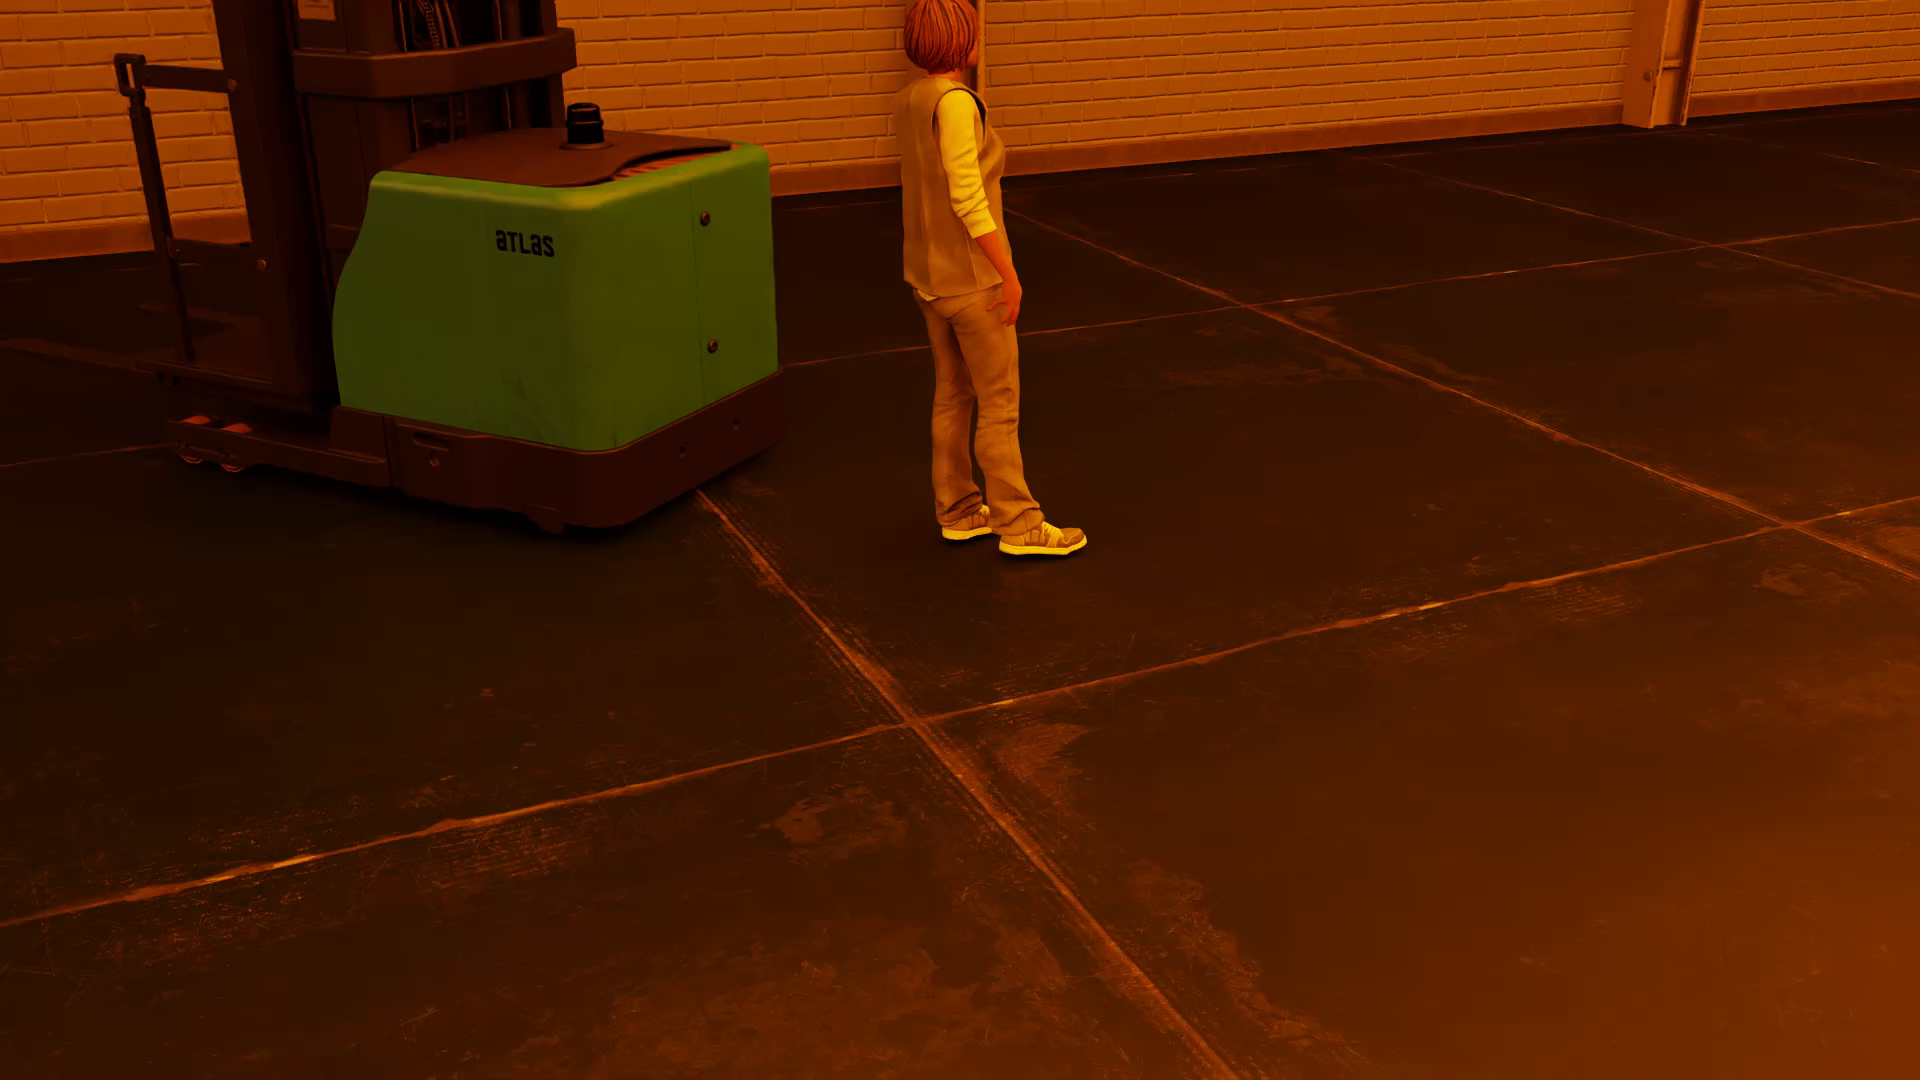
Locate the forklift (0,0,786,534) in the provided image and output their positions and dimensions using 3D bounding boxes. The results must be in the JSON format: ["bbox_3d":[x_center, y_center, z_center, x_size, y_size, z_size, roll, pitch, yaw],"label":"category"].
[{"bbox_3d":[-2.158,-1.749,5.497,3.031,2.935,1.130,11,25,25],"label":"forklift"}]

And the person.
[{"bbox_3d":[0.074,-0.752,4.815,0.472,1.600,0.520,-10,25,-23],"label":"person"}]
